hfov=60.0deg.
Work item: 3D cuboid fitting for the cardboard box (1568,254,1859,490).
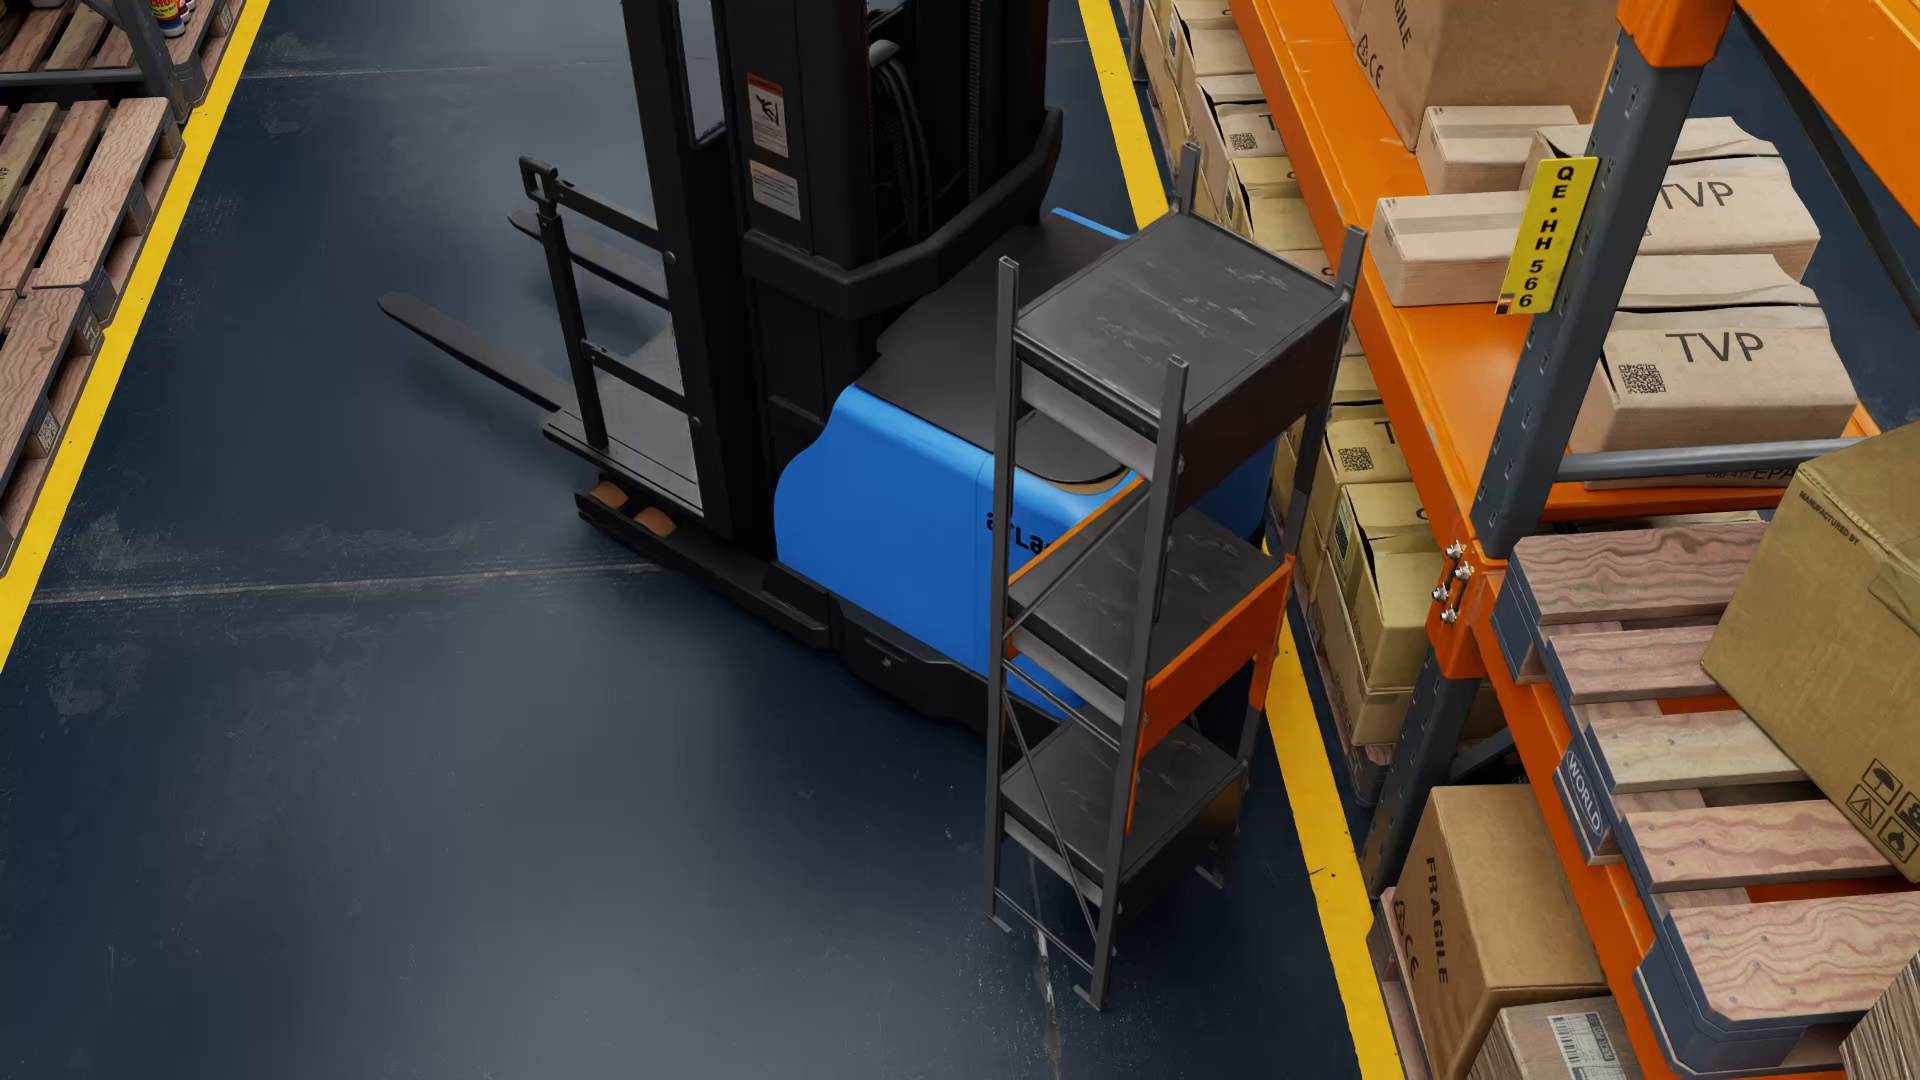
[{"bbox_3d":[1.579,-0.394,3.619,0.500,0.311,0.500,-1,47,-1],"label":"cardboard box"}]

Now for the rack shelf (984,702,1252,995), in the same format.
[{"bbox_3d":[0.379,0.712,4.111,0.431,0.518,0.480,35,56,29],"label":"rack shelf"}]

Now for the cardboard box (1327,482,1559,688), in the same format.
[{"bbox_3d":[1.276,0.085,4.322,0.500,0.311,0.500,-2,47,-2],"label":"cardboard box"}]

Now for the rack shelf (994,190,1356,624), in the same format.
[{"bbox_3d":[0.383,-0.252,3.095,0.431,0.518,0.480,35,56,29],"label":"rack shelf"}]

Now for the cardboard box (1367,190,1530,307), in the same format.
[{"bbox_3d":[1.215,-0.707,4.026,0.380,0.149,0.250,-3,47,-3],"label":"cardboard box"}]

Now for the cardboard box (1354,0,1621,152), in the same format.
[{"bbox_3d":[1.409,-1.407,4.447,0.500,0.500,0.500,-6,47,-5],"label":"cardboard box"}]

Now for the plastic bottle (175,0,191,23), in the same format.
[{"bbox_3d":[-3.304,-2.275,6.963,0.097,0.201,0.097,0,47,0],"label":"plastic bottle"}]

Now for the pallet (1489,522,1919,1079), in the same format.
[{"bbox_3d":[1.692,0.393,2.944,1.213,0.211,1.003,-3,47,-3],"label":"pallet"}]

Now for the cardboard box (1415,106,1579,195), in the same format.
[{"bbox_3d":[1.403,-0.992,4.297,0.380,0.149,0.250,0,47,0],"label":"cardboard box"}]

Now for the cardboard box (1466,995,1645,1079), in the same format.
[{"bbox_3d":[1.368,1.274,3.396,0.500,0.500,0.500,-5,47,-5],"label":"cardboard box"}]

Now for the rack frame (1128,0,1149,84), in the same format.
[{"bbox_3d":[1.231,-3.053,6.076,1.000,3.000,0.127,-3,47,-3],"label":"rack frame"}]

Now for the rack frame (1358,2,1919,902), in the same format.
[{"bbox_3d":[1.566,-0.159,3.335,1.000,3.000,0.127,-3,47,-3],"label":"rack frame"}]

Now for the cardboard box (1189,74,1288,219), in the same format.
[{"bbox_3d":[1.098,-1.394,5.723,0.500,0.311,0.500,-5,47,-5],"label":"cardboard box"}]

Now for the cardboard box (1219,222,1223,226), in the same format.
[{"bbox_3d":[1.147,-0.833,5.577,0.500,0.250,0.500,-3,47,-3],"label":"cardboard box"}]

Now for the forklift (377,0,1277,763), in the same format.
[{"bbox_3d":[-0.588,-1.228,4.394,3.031,2.935,1.130,28,53,24],"label":"forklift"}]

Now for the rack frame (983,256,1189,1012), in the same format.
[{"bbox_3d":[0.211,0.347,3.472,0.400,2.100,0.015,35,56,29],"label":"rack frame"}]

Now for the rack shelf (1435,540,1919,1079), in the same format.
[{"bbox_3d":[1.733,1.535,2.226,1.077,0.370,4.000,-3,47,-3],"label":"rack shelf"}]

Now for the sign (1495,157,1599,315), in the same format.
[{"bbox_3d":[1.013,-0.521,2.880,0.100,0.325,0.005,-3,47,-3],"label":"sign"}]

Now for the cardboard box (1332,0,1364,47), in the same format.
[{"bbox_3d":[1.365,-1.787,4.808,0.500,0.500,0.500,-3,47,-3],"label":"cardboard box"}]

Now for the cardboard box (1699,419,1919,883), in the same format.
[{"bbox_3d":[1.731,0.111,2.721,0.700,0.500,0.500,-18,49,-16],"label":"cardboard box"}]

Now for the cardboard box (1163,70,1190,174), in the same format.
[{"bbox_3d":[1.059,-1.575,6.281,0.500,0.250,0.500,-2,47,-2],"label":"cardboard box"}]

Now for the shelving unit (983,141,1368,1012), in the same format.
[{"bbox_3d":[0.381,0.221,3.593,0.431,2.100,0.503,35,56,29],"label":"shelving unit"}]

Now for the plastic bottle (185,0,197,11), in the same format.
[{"bbox_3d":[-3.312,-2.348,7.032,0.097,0.201,0.097,0,47,0],"label":"plastic bottle"}]

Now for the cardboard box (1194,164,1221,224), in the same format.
[{"bbox_3d":[1.105,-1.201,5.926,0.500,0.250,0.500,-5,47,-5],"label":"cardboard box"}]

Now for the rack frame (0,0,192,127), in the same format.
[{"bbox_3d":[-3.706,-2.755,5.793,1.000,3.000,0.127,-3,47,-3],"label":"rack frame"}]

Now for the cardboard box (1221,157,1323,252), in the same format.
[{"bbox_3d":[1.147,-1.019,5.367,0.500,0.311,0.500,-2,47,-2],"label":"cardboard box"}]

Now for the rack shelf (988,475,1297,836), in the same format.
[{"bbox_3d":[0.381,0.230,3.603,0.431,0.518,0.480,35,56,29],"label":"rack shelf"}]

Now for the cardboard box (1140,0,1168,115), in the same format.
[{"bbox_3d":[1.018,-1.945,6.631,0.500,0.250,0.500,-5,47,-4],"label":"cardboard box"}]

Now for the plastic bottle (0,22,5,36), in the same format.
[{"bbox_3d":[-4.046,-2.187,6.880,0.097,0.201,0.097,0,47,0],"label":"plastic bottle"}]

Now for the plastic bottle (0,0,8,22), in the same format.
[{"bbox_3d":[-4.075,-2.300,6.930,0.061,0.283,0.133,-1,47,-1],"label":"plastic bottle"}]

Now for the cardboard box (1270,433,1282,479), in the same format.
[{"bbox_3d":[1.193,-0.461,5.225,0.500,0.250,0.500,-3,47,-2],"label":"cardboard box"}]

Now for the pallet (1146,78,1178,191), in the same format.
[{"bbox_3d":[1.331,-1.564,6.585,1.003,0.211,1.213,-3,47,-3],"label":"pallet"}]

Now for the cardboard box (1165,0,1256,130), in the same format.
[{"bbox_3d":[1.054,-1.768,6.077,0.500,0.311,0.500,-4,47,-4],"label":"cardboard box"}]

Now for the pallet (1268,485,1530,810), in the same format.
[{"bbox_3d":[1.536,0.202,4.914,1.003,0.211,1.213,-3,47,-3],"label":"pallet"}]

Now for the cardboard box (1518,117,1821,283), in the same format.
[{"bbox_3d":[1.684,-0.787,3.991,0.500,0.311,0.500,-4,47,-4],"label":"cardboard box"}]

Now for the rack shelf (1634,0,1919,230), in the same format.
[{"bbox_3d":[1.733,0.504,1.136,1.077,0.370,4.000,-3,47,-3],"label":"rack shelf"}]

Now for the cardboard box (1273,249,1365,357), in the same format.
[{"bbox_3d":[1.187,-0.656,5.024,0.500,0.311,0.500,-4,47,-4],"label":"cardboard box"}]

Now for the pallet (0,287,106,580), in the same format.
[{"bbox_3d":[-3.496,-0.345,5.432,1.003,0.211,1.213,-3,47,-3],"label":"pallet"}]

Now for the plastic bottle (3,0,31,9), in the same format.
[{"bbox_3d":[-4.047,-2.444,7.020,0.144,0.351,0.185,-5,47,-4],"label":"plastic bottle"}]

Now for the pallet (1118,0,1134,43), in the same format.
[{"bbox_3d":[1.206,-2.672,7.635,1.003,0.211,1.213,-3,47,-3],"label":"pallet"}]

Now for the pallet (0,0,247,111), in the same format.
[{"bbox_3d":[-3.720,-2.284,7.268,1.003,0.211,1.213,-3,47,-3],"label":"pallet"}]

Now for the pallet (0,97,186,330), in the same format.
[{"bbox_3d":[-3.601,-1.230,6.270,1.003,0.211,1.213,-3,47,-3],"label":"pallet"}]

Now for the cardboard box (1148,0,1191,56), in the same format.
[{"bbox_3d":[1.017,-2.131,6.420,0.500,0.311,0.500,-3,47,-3],"label":"cardboard box"}]

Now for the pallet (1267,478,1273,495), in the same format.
[{"bbox_3d":[1.437,-0.679,5.748,1.003,0.211,1.213,-3,47,-3],"label":"pallet"}]

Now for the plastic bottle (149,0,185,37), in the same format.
[{"bbox_3d":[-3.295,-2.225,6.868,0.097,0.271,0.097,0,47,0],"label":"plastic bottle"}]

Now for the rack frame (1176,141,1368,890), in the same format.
[{"bbox_3d":[0.552,0.095,3.714,0.400,2.100,0.015,35,56,29],"label":"rack frame"}]

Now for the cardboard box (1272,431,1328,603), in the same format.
[{"bbox_3d":[1.232,-0.097,4.880,0.500,0.250,0.500,-4,47,-4],"label":"cardboard box"}]

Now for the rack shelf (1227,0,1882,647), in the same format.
[{"bbox_3d":[1.398,-1.359,4.966,1.077,0.370,4.000,-3,47,-3],"label":"rack shelf"}]

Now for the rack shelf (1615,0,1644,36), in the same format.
[{"bbox_3d":[1.398,-2.390,3.877,1.077,0.370,4.000,-3,47,-3],"label":"rack shelf"}]

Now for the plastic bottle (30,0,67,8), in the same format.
[{"bbox_3d":[-3.903,-2.452,7.028,0.144,0.351,0.185,-3,47,-3],"label":"plastic bottle"}]

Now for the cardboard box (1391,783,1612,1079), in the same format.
[{"bbox_3d":[1.319,0.896,3.754,0.500,0.500,0.500,-2,47,-2],"label":"cardboard box"}]

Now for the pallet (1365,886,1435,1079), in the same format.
[{"bbox_3d":[1.590,1.342,3.834,1.003,0.211,1.213,-3,47,-3],"label":"pallet"}]

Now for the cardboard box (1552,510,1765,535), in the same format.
[{"bbox_3d":[1.814,0.052,4.353,0.500,0.311,0.500,-2,47,-2],"label":"cardboard box"}]

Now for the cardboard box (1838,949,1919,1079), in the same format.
[{"bbox_3d":[1.617,0.784,2.083,0.700,0.500,0.500,4,47,4],"label":"cardboard box"}]

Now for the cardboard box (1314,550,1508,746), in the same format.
[{"bbox_3d":[1.279,0.276,4.527,0.500,0.250,0.500,-2,47,-2],"label":"cardboard box"}]

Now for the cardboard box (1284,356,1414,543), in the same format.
[{"bbox_3d":[1.226,-0.291,4.678,0.500,0.311,0.500,-4,47,-4],"label":"cardboard box"}]
